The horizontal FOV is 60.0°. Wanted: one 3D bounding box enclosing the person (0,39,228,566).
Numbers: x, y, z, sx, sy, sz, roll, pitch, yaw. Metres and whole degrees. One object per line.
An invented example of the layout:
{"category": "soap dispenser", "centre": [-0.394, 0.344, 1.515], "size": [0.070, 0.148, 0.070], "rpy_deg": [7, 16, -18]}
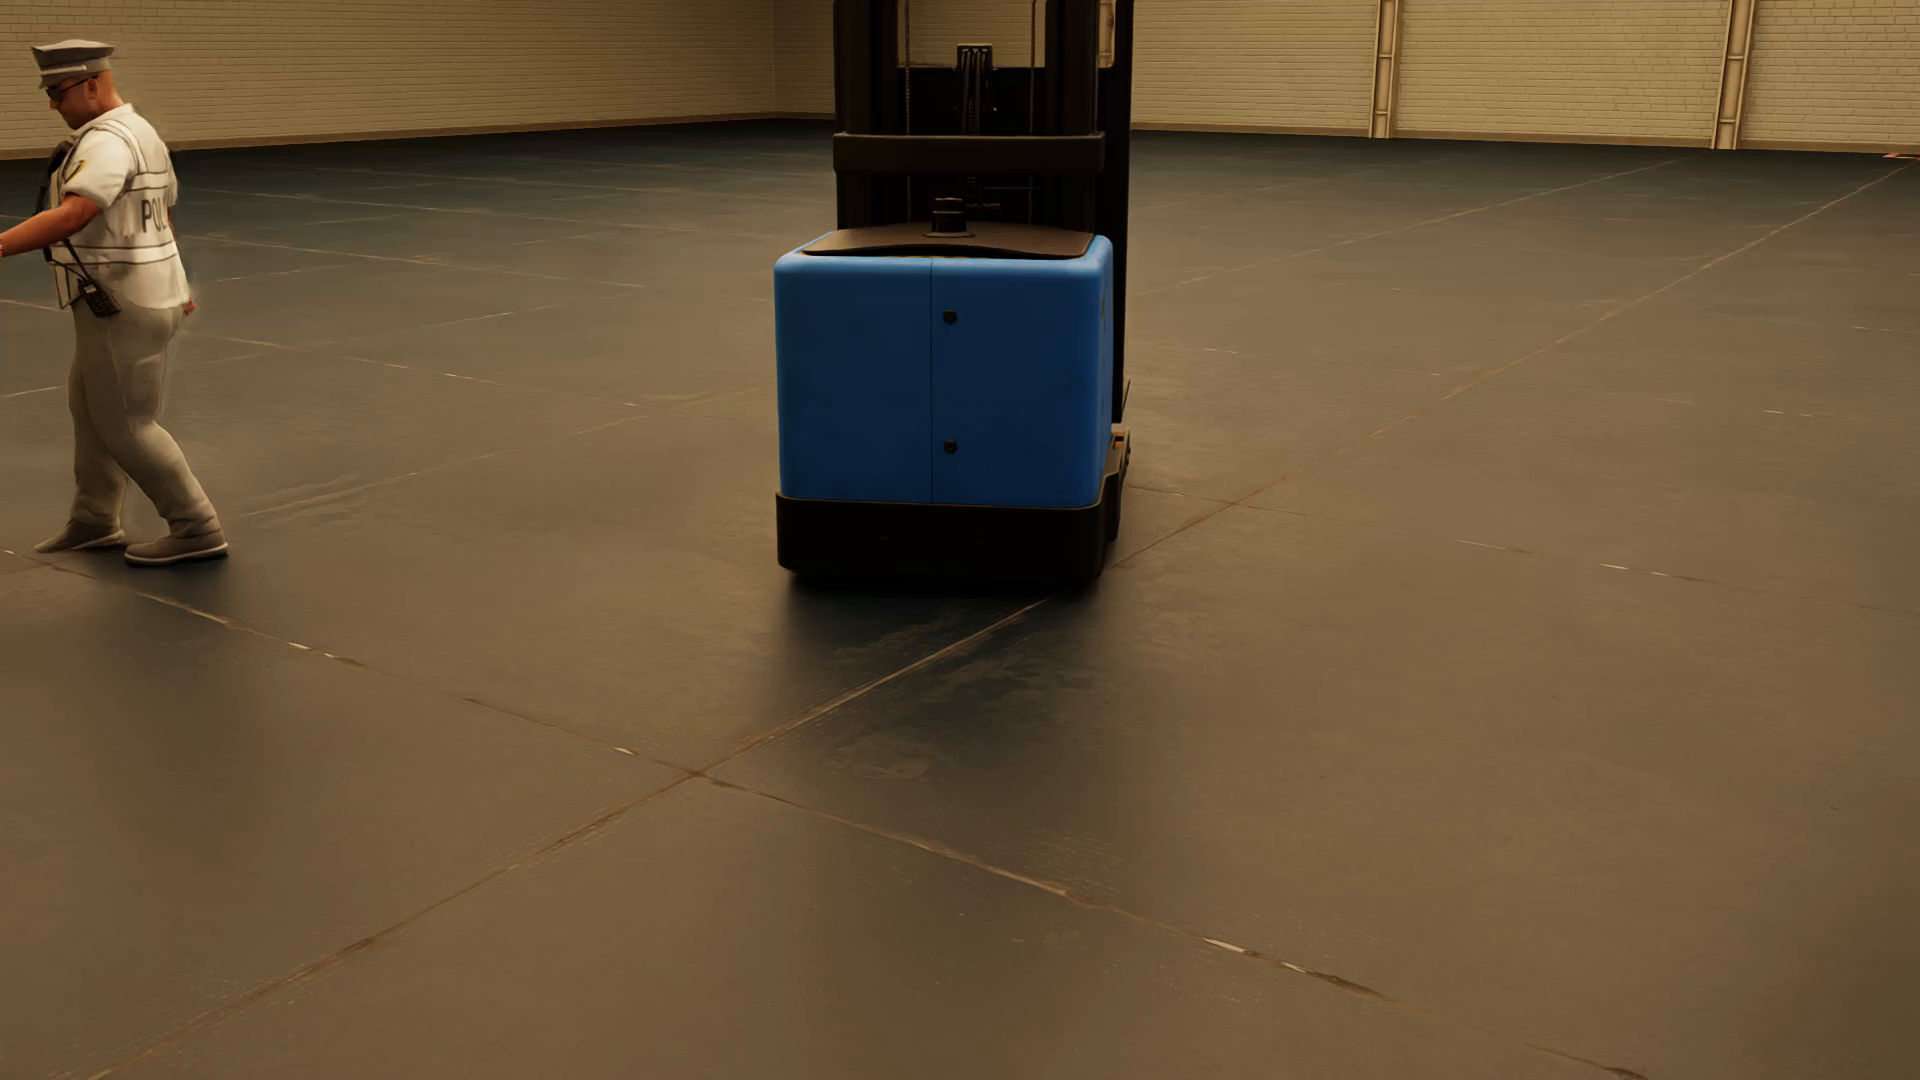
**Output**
{"category": "person", "centre": [-2.902, -0.758, 5.565], "size": [0.701, 1.756, 1.011], "rpy_deg": [-3, 17, -12]}

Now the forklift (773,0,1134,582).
{"category": "forklift", "centre": [0.117, -1.647, 6.341], "size": [1.130, 2.935, 3.031], "rpy_deg": [2, 17, 7]}
